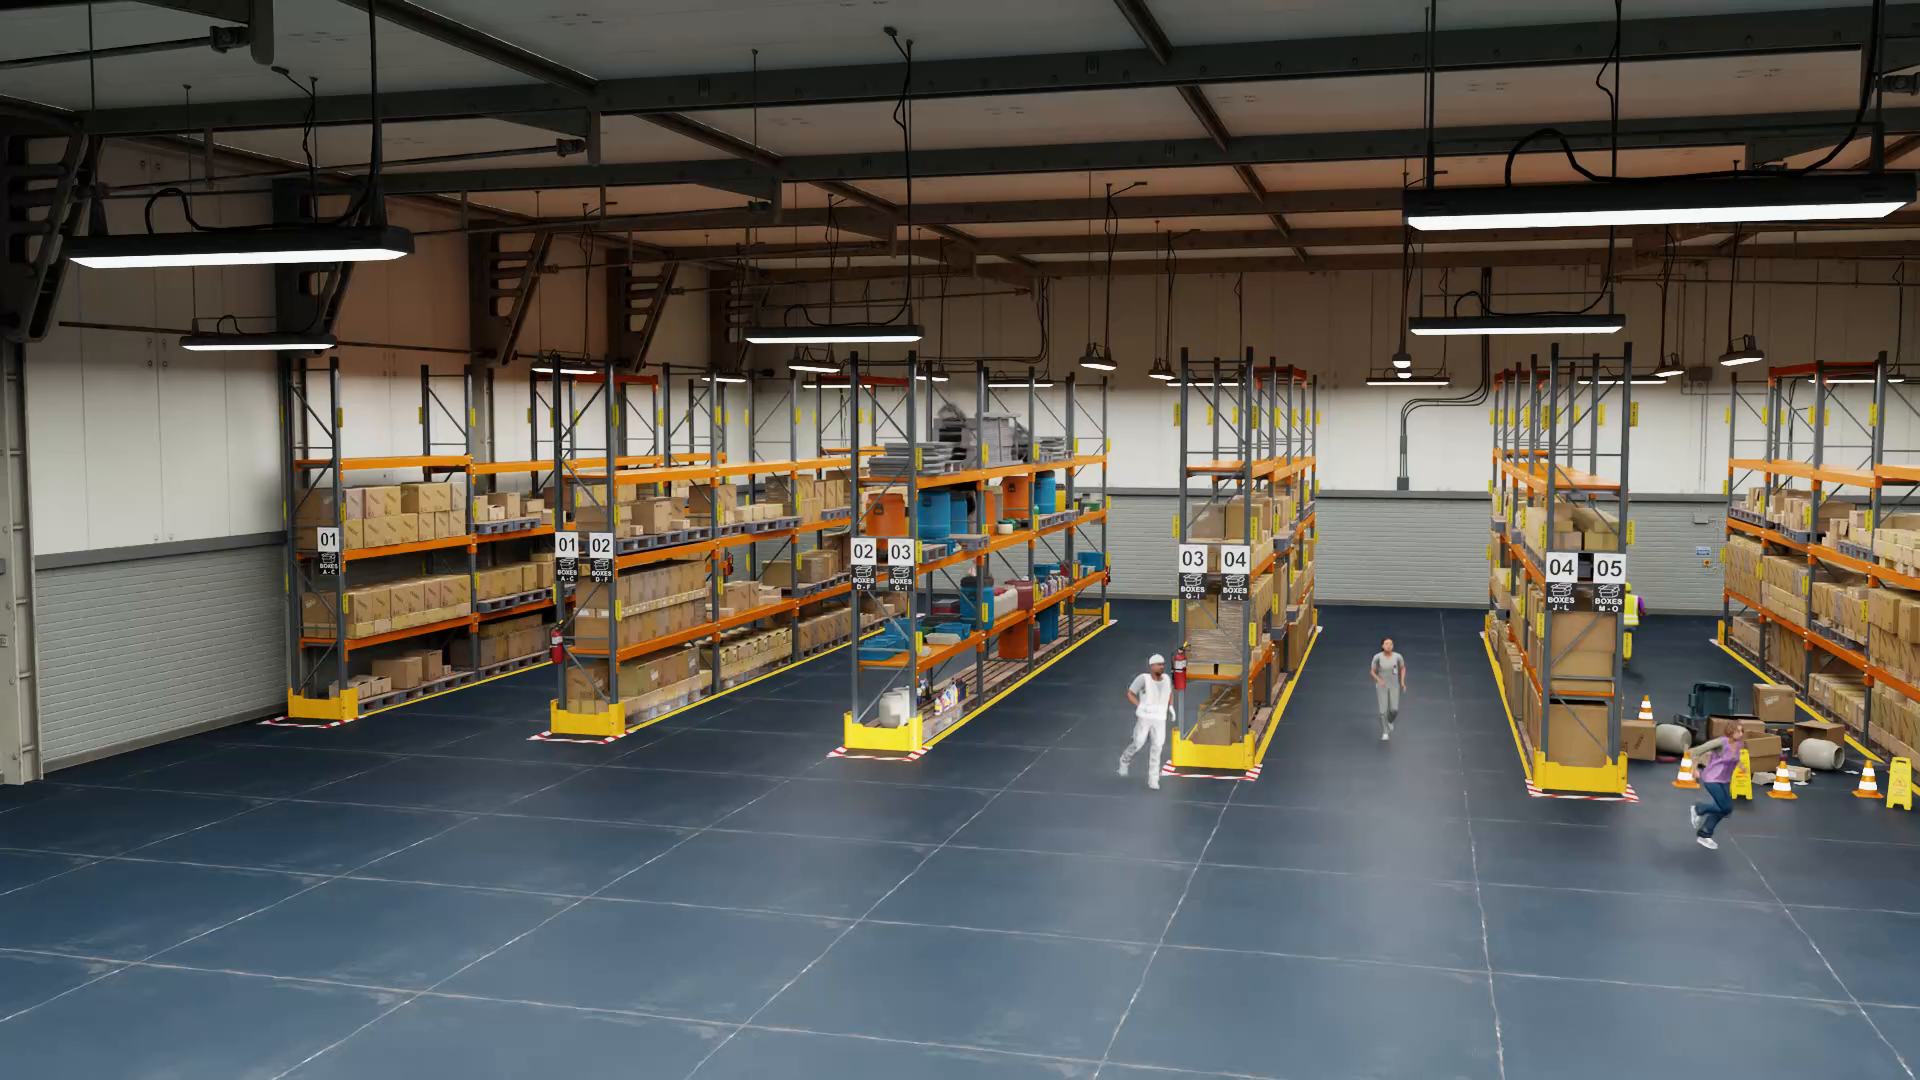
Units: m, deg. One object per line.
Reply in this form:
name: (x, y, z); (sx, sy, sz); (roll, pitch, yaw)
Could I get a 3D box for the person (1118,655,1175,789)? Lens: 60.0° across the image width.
person: (2.641, 2.442, 22.709); (0.742, 1.753, 0.981); (-1, 4, -16)

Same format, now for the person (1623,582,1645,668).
person: (13.340, 1.718, 33.280); (0.686, 1.704, 0.753); (1, 4, 14)

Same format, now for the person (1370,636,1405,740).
person: (6.647, 2.302, 25.802); (0.549, 1.621, 0.594); (1, 4, 7)

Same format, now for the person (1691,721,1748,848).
person: (8.823, 2.836, 19.344); (0.486, 1.530, 0.665); (-3, 5, -31)

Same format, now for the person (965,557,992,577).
person: (0.399, 1.281, 38.593); (0.590, 1.831, 0.835); (1, 4, 15)
